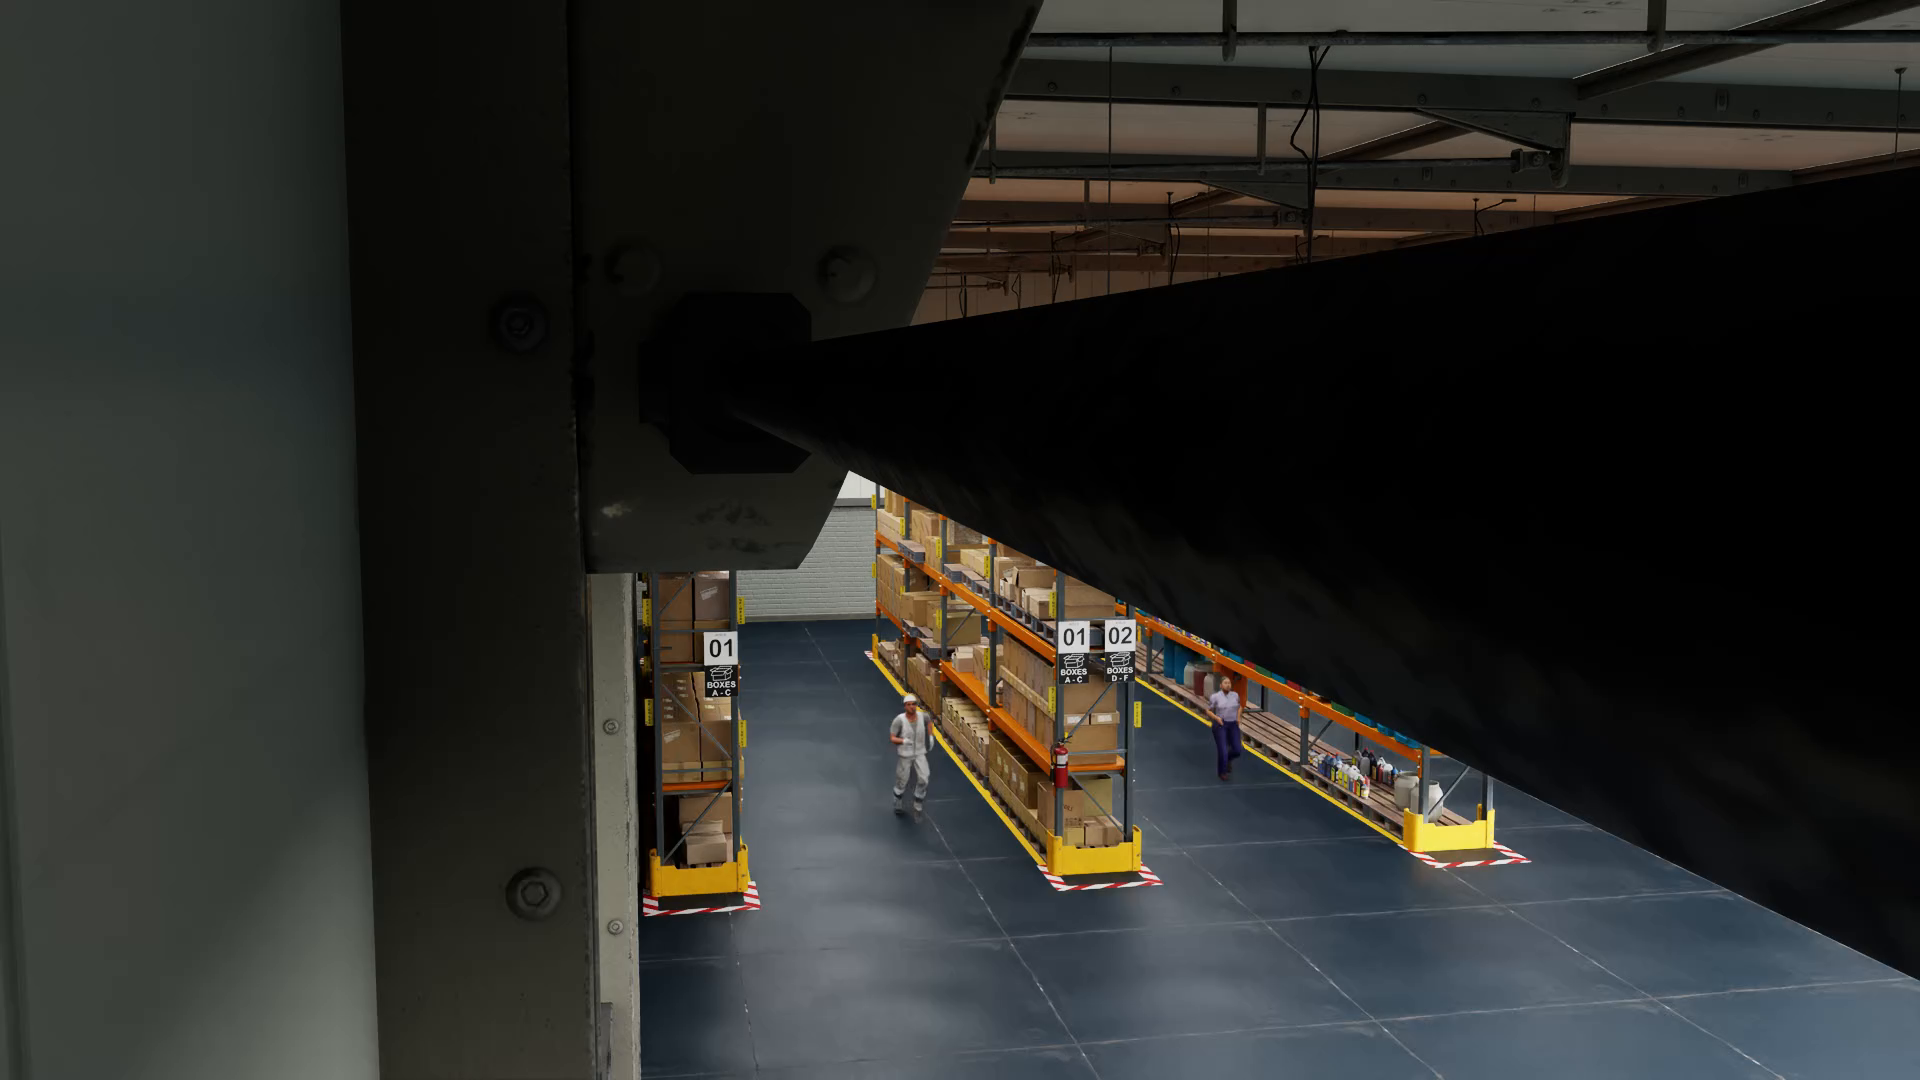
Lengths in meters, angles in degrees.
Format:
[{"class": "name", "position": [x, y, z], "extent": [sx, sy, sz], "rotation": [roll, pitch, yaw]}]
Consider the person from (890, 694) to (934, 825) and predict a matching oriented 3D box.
[{"class": "person", "position": [-0.671, 3.049, 23.349], "extent": [0.674, 1.817, 0.904], "rotation": [-2, 6, -15]}]

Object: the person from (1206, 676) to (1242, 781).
[{"class": "person", "position": [4.105, 2.903, 25.668], "extent": [0.602, 1.598, 0.568], "rotation": [-1, 6, -12]}]
